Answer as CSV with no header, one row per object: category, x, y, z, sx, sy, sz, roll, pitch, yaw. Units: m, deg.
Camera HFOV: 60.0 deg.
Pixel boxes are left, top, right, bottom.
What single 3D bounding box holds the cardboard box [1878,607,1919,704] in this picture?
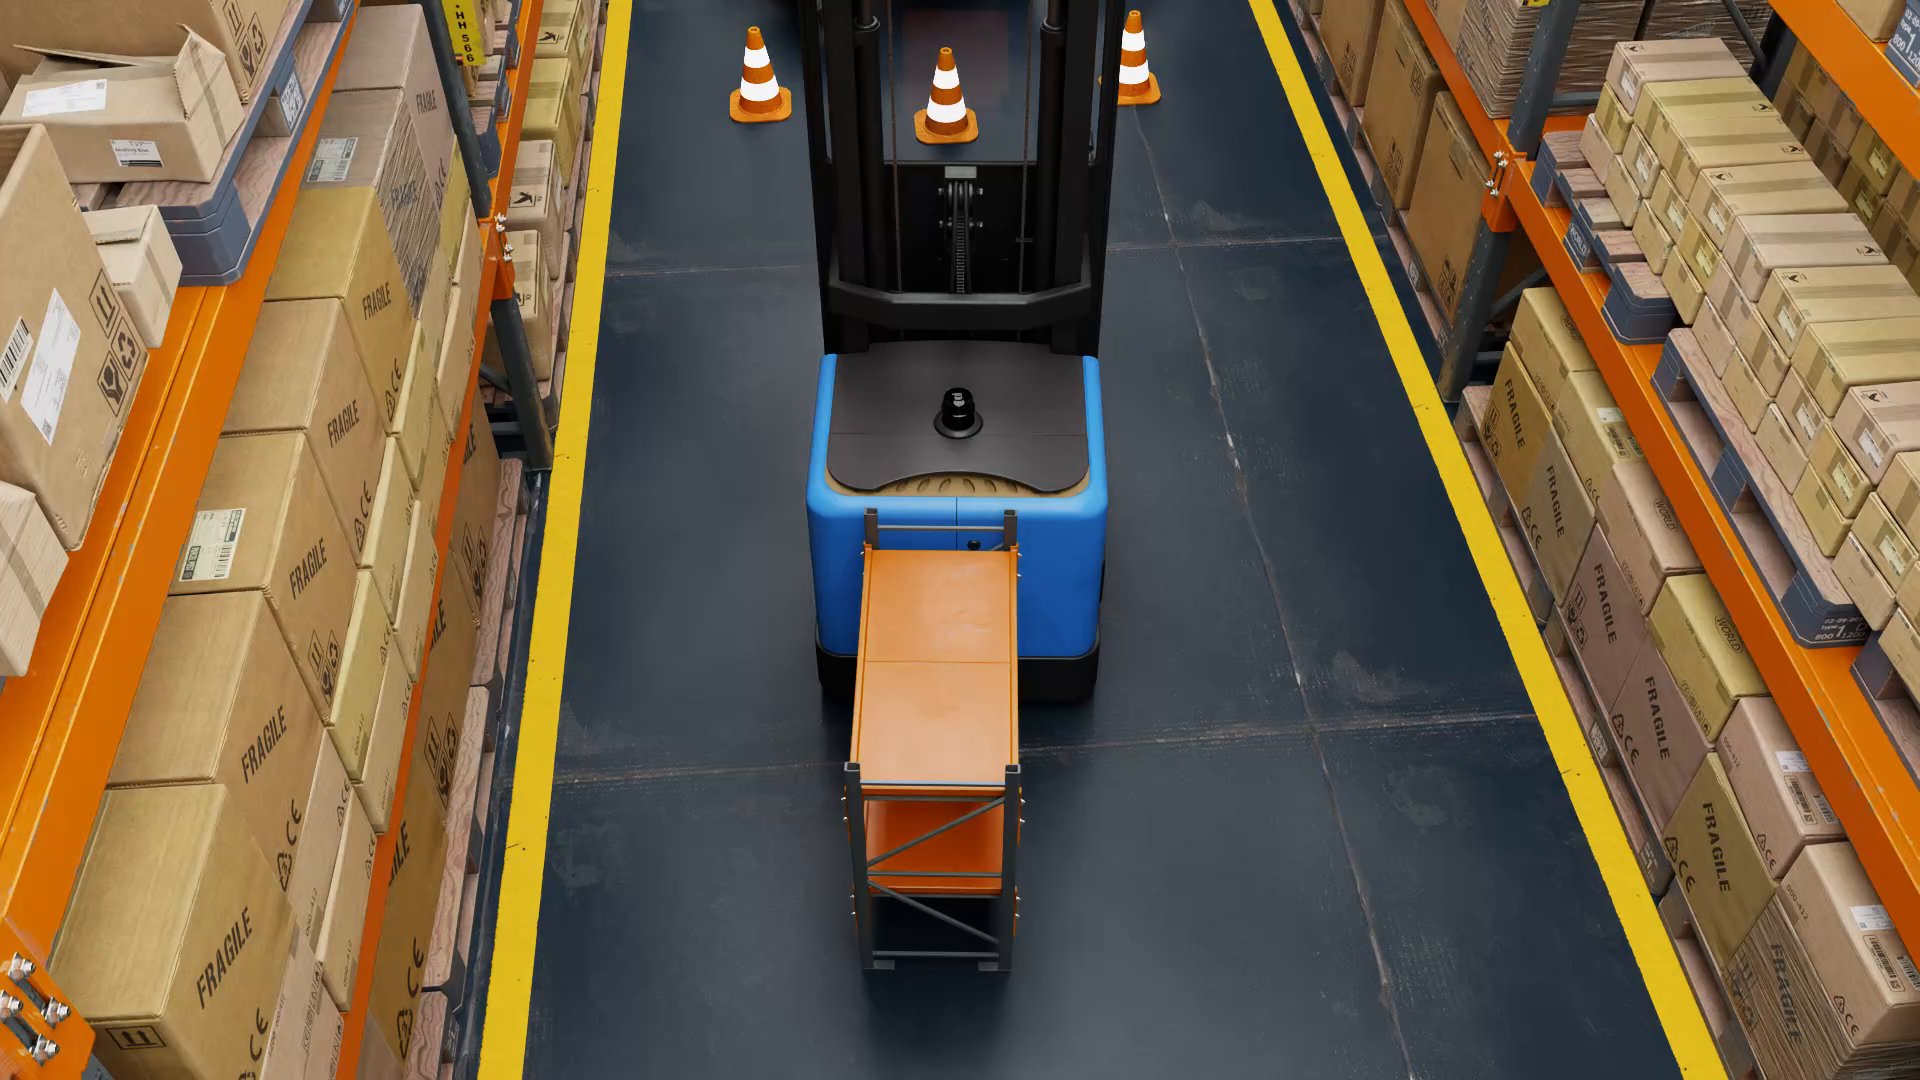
cardboard box,2.706,0.297,4.423,0.380,0.149,0.250,-6,47,-5

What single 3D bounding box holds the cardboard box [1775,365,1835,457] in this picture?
cardboard box,2.640,-0.385,4.864,0.380,0.149,0.250,-2,47,-2

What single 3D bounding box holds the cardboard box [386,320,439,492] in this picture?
cardboard box,-1.857,-0.385,4.944,0.500,0.250,0.500,-5,47,-4

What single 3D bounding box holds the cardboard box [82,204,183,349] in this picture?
cardboard box,-1.683,-0.478,3.079,0.380,0.166,0.250,-6,47,-6

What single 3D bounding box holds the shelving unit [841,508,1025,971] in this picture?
shelving unit,-0.071,0.664,5.483,0.538,1.125,1.048,1,47,1

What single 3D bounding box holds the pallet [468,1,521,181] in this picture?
pallet,-2.426,-1.783,6.641,1.213,0.211,1.003,-3,47,-3

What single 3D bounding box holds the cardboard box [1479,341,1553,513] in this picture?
cardboard box,2.469,-0.471,6.699,0.500,0.500,0.500,-5,47,-5

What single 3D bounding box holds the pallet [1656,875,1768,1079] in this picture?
pallet,2.932,1.576,5.248,1.003,0.211,1.213,-3,47,-3

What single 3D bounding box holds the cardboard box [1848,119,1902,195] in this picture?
cardboard box,3.202,-1.278,5.505,0.380,0.149,0.250,-2,47,-2

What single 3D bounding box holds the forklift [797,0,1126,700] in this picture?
forklift,0.008,-1.463,6.253,1.130,2.935,3.031,1,47,0

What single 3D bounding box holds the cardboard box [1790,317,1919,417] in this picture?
cardboard box,2.638,-0.499,4.767,0.380,0.149,0.250,-4,47,-4

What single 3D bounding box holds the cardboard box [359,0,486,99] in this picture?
cardboard box,-2.067,-1.960,6.114,0.500,0.500,0.500,-5,47,-4

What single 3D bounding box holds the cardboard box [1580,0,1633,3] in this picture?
cardboard box,2.636,-2.417,6.352,0.700,0.500,0.500,-4,47,-4

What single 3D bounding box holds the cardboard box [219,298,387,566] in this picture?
cardboard box,-1.835,-0.263,4.312,0.500,0.500,0.500,-4,47,-4

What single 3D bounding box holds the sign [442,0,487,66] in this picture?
sign,-1.708,-1.774,5.703,0.100,0.325,0.005,-3,47,-3

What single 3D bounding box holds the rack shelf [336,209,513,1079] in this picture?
rack shelf,-2.093,0.355,4.980,1.077,0.370,4.000,-3,47,-3

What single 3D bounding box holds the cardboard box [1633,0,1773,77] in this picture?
cardboard box,2.895,-2.089,6.730,0.500,0.500,0.500,-3,47,-3

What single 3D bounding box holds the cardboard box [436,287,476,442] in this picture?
cardboard box,-1.901,-0.569,5.463,0.500,0.250,0.500,-3,47,-3

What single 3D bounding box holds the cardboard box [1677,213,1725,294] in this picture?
cardboard box,2.576,-0.941,5.390,0.380,0.149,0.250,-3,47,-3

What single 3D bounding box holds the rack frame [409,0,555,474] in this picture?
rack frame,-2.260,-1.340,6.089,1.000,3.000,0.127,-3,47,-3

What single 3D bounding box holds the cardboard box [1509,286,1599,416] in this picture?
cardboard box,2.480,-0.743,6.440,0.500,0.250,0.500,-5,47,-5

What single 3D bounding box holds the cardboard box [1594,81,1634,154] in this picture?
cardboard box,2.504,-1.512,5.932,0.380,0.149,0.250,-2,47,-2

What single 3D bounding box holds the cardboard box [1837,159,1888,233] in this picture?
cardboard box,3.208,-1.161,5.599,0.380,0.149,0.250,-2,47,-2

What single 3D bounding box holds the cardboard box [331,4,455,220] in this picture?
cardboard box,-1.956,-1.360,5.351,0.500,0.500,0.500,-5,47,-4

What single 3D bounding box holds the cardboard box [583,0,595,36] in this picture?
cardboard box,-2.549,-3.095,9.273,0.950,0.372,0.625,-3,47,-3

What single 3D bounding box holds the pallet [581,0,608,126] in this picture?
pallet,-2.529,-2.712,9.309,1.003,0.211,1.213,-3,47,-3

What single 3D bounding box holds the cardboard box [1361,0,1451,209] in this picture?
cardboard box,2.626,-2.163,8.129,1.050,0.750,0.750,-3,47,-3

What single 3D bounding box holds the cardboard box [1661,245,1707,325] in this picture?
cardboard box,2.570,-0.851,5.511,0.380,0.149,0.250,-2,47,-1

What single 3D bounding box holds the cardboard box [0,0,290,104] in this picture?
cardboard box,-1.824,-1.292,3.620,0.500,0.500,0.500,-3,47,-3

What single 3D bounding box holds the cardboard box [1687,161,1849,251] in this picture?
cardboard box,2.572,-1.066,5.305,0.380,0.149,0.250,-5,47,-5

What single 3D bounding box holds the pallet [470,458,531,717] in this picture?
pallet,-2.269,0.194,6.557,1.003,0.211,1.213,-3,47,-3

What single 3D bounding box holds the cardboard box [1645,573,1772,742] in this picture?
cardboard box,2.596,0.360,5.396,0.500,0.250,0.500,-5,47,-5

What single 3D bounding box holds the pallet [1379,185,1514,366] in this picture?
pallet,2.673,-1.330,8.001,1.003,0.211,1.213,-3,47,-3

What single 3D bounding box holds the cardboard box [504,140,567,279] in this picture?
cardboard box,-2.368,-1.523,7.784,0.950,0.372,0.625,-4,47,-4

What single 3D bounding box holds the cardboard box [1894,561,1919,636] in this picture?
cardboard box,2.700,0.176,4.332,0.380,0.149,0.250,-5,47,-5

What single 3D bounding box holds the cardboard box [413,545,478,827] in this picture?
cardboard box,-2.215,0.397,5.619,0.875,0.875,0.875,-3,47,-3

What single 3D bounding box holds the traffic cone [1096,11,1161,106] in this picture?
traffic cone,0.936,-2.673,9.100,0.336,0.463,0.334,-3,47,-3

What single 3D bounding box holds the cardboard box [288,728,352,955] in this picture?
cardboard box,-1.753,0.723,3.895,0.500,0.250,0.500,-3,47,-3

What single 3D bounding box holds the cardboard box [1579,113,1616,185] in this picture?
cardboard box,2.500,-1.436,6.064,0.380,0.149,0.250,-4,47,-4

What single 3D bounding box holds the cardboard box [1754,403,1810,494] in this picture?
cardboard box,2.634,-0.288,4.977,0.380,0.149,0.250,-5,47,-5

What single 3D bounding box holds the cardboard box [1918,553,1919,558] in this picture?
cardboard box,2.705,0.068,4.230,0.380,0.149,0.250,-4,47,-3

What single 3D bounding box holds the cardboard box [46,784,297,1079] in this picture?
cardboard box,-1.676,0.840,3.267,0.500,0.500,0.500,-3,47,-3

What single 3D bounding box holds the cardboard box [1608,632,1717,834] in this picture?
cardboard box,2.604,0.633,5.654,0.500,0.500,0.500,-4,47,-4

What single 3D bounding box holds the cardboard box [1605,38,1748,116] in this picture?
cardboard box,2.510,-1.627,5.835,0.380,0.149,0.250,-3,47,-3

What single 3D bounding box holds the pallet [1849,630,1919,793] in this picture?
pallet,3.080,0.685,4.304,1.003,0.211,1.213,-3,47,-3

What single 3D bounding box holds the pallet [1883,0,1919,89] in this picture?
pallet,2.963,-0.990,3.821,1.213,0.211,1.003,-3,47,-3

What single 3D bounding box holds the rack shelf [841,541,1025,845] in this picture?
rack shelf,-0.071,0.463,5.270,0.538,0.278,1.000,1,47,1

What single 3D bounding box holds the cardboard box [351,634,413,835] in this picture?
cardboard box,-1.771,0.525,4.426,0.500,0.250,0.500,-4,47,-4

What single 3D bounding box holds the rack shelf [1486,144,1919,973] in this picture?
rack shelf,2.831,-0.019,5.334,1.077,0.370,4.000,-3,47,-3
